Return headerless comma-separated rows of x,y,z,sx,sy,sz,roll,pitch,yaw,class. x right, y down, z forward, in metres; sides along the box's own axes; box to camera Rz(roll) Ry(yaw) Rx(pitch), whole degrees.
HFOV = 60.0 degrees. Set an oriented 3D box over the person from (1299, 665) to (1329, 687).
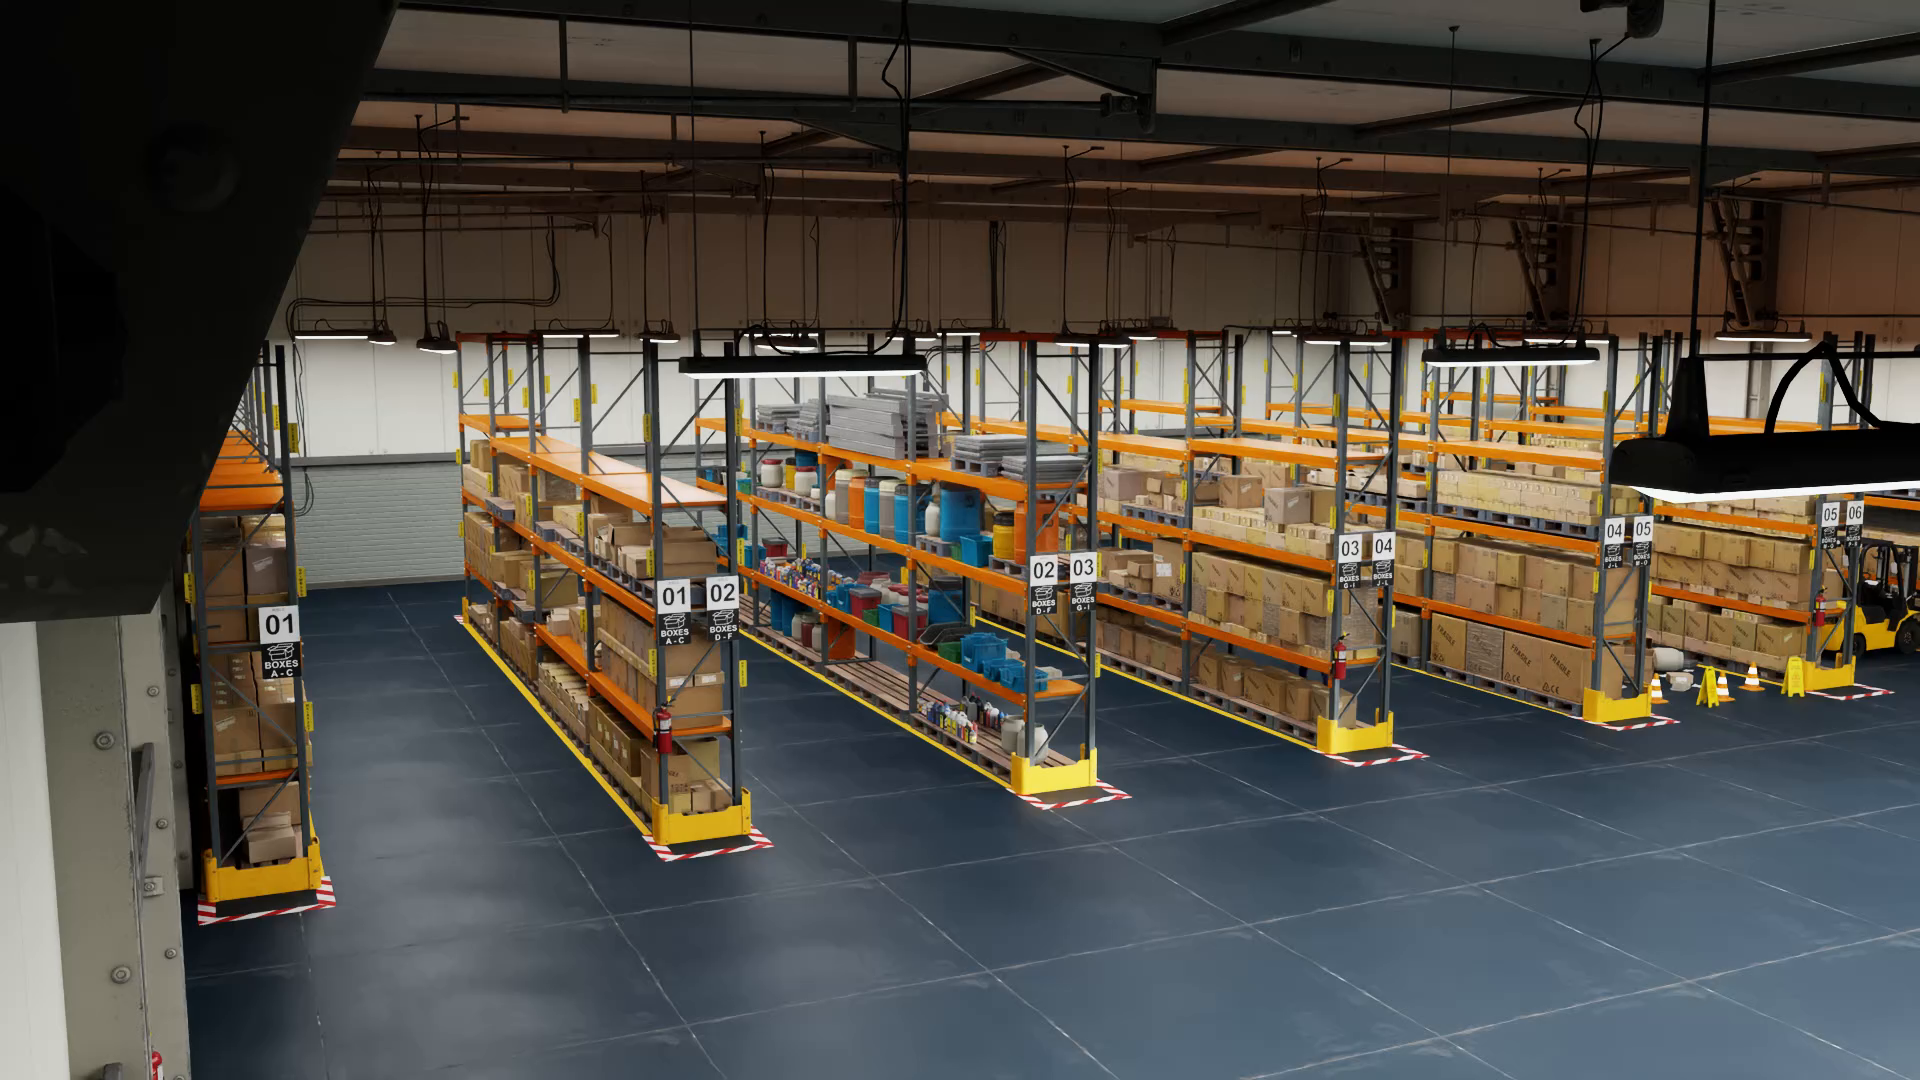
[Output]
6.000,1.747,28.042,0.512,1.591,0.923,-1,8,-11,person
